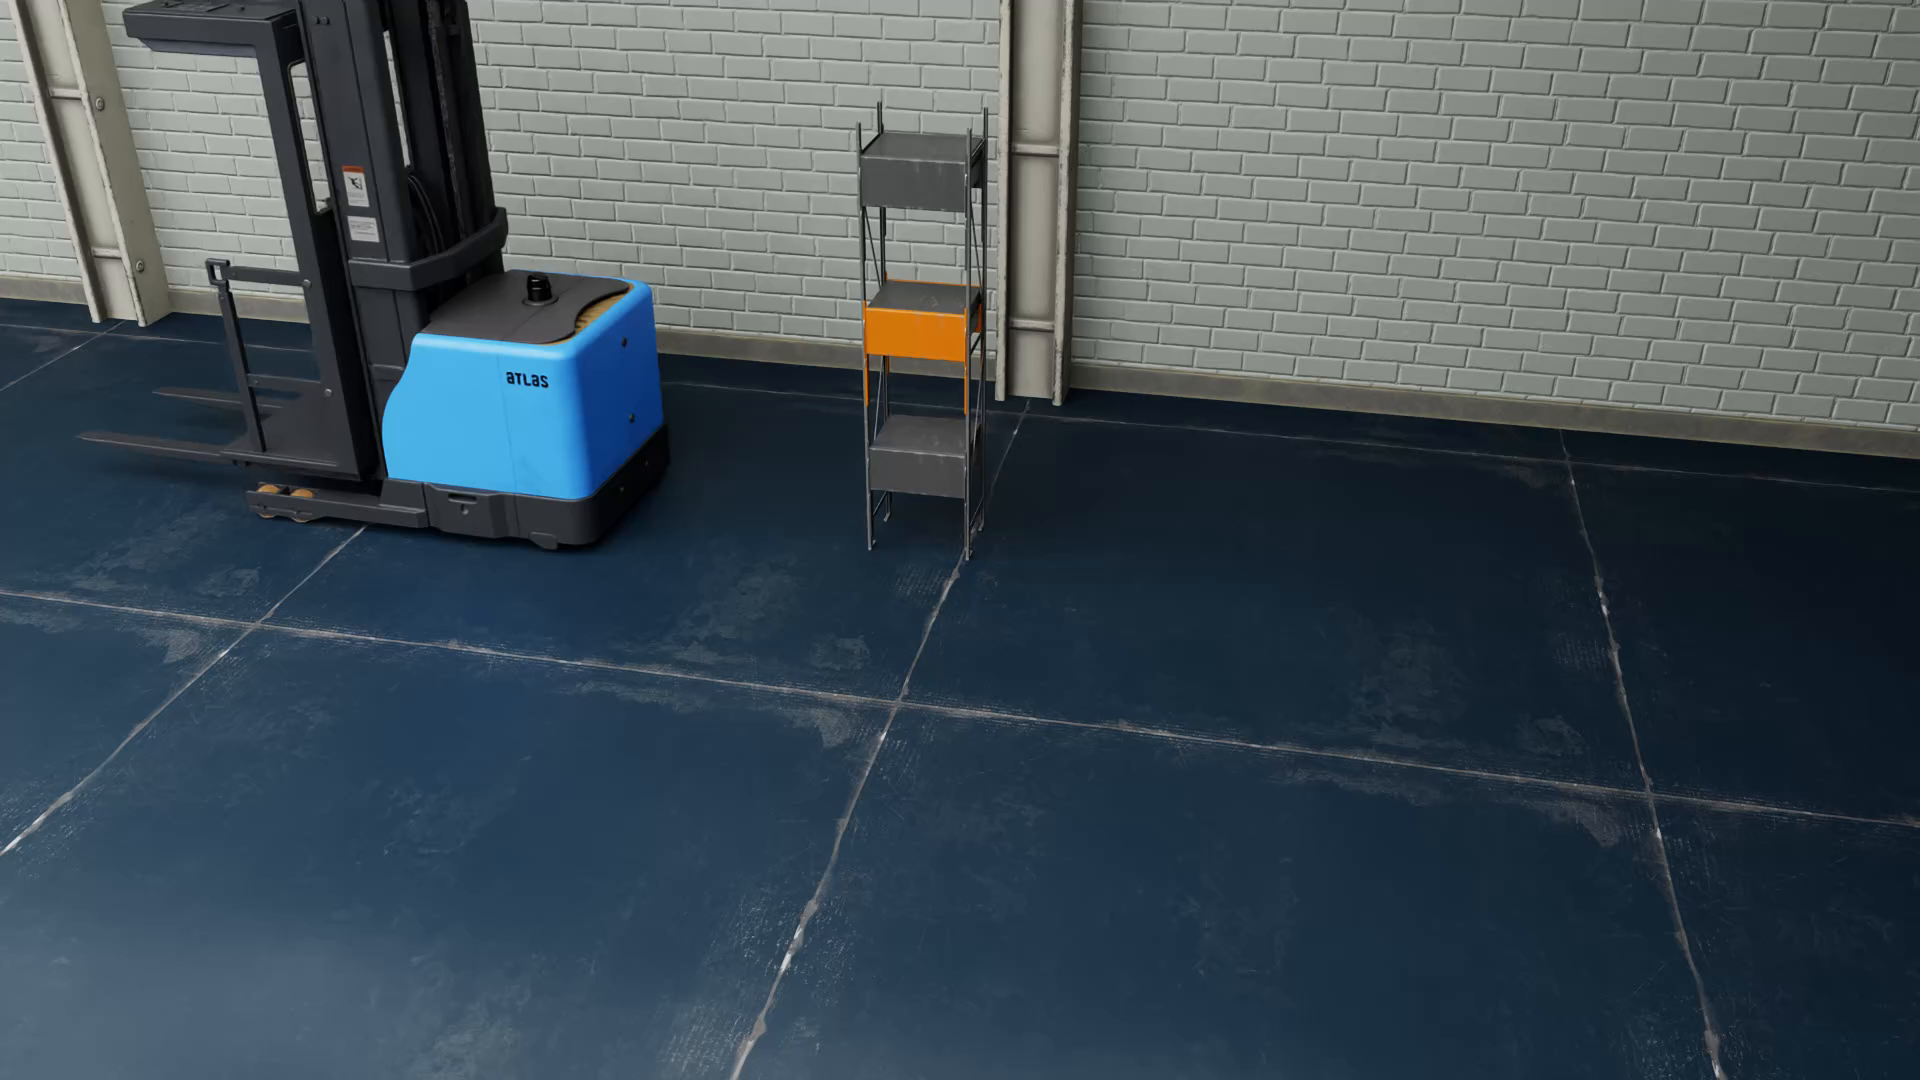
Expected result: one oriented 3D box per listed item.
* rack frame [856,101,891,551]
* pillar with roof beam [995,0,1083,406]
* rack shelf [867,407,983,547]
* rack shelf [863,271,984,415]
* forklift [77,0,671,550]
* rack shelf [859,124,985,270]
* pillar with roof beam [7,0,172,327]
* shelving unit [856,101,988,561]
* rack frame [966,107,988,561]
[{"bbox_3d":[-0.401,-0.962,7.821,0.015,2.100,0.400,6,29,11],"label":"rack frame"},{"bbox_3d":[-0.468,-2.799,3.991,0.400,9.000,9.100,6,29,11],"label":"pillar with roof beam"},{"bbox_3d":[-0.162,-0.312,8.119,0.480,0.518,0.431,6,29,11],"label":"rack shelf"},{"bbox_3d":[-0.162,-0.926,7.783,0.480,0.518,0.431,6,29,11],"label":"rack shelf"},{"bbox_3d":[-3.118,-1.610,8.139,3.031,2.935,1.130,7,29,12],"label":"forklift"},{"bbox_3d":[-0.162,-1.540,7.447,0.480,0.518,0.431,6,29,11],"label":"rack shelf"},{"bbox_3d":[-6.336,-3.400,5.090,0.400,9.000,9.100,6,29,11],"label":"pillar with roof beam"},{"bbox_3d":[-0.162,-0.938,7.776,0.503,2.100,0.431,6,29,11],"label":"shelving unit"},{"bbox_3d":[0.077,-0.913,7.731,0.015,2.100,0.400,6,29,11],"label":"rack frame"}]
